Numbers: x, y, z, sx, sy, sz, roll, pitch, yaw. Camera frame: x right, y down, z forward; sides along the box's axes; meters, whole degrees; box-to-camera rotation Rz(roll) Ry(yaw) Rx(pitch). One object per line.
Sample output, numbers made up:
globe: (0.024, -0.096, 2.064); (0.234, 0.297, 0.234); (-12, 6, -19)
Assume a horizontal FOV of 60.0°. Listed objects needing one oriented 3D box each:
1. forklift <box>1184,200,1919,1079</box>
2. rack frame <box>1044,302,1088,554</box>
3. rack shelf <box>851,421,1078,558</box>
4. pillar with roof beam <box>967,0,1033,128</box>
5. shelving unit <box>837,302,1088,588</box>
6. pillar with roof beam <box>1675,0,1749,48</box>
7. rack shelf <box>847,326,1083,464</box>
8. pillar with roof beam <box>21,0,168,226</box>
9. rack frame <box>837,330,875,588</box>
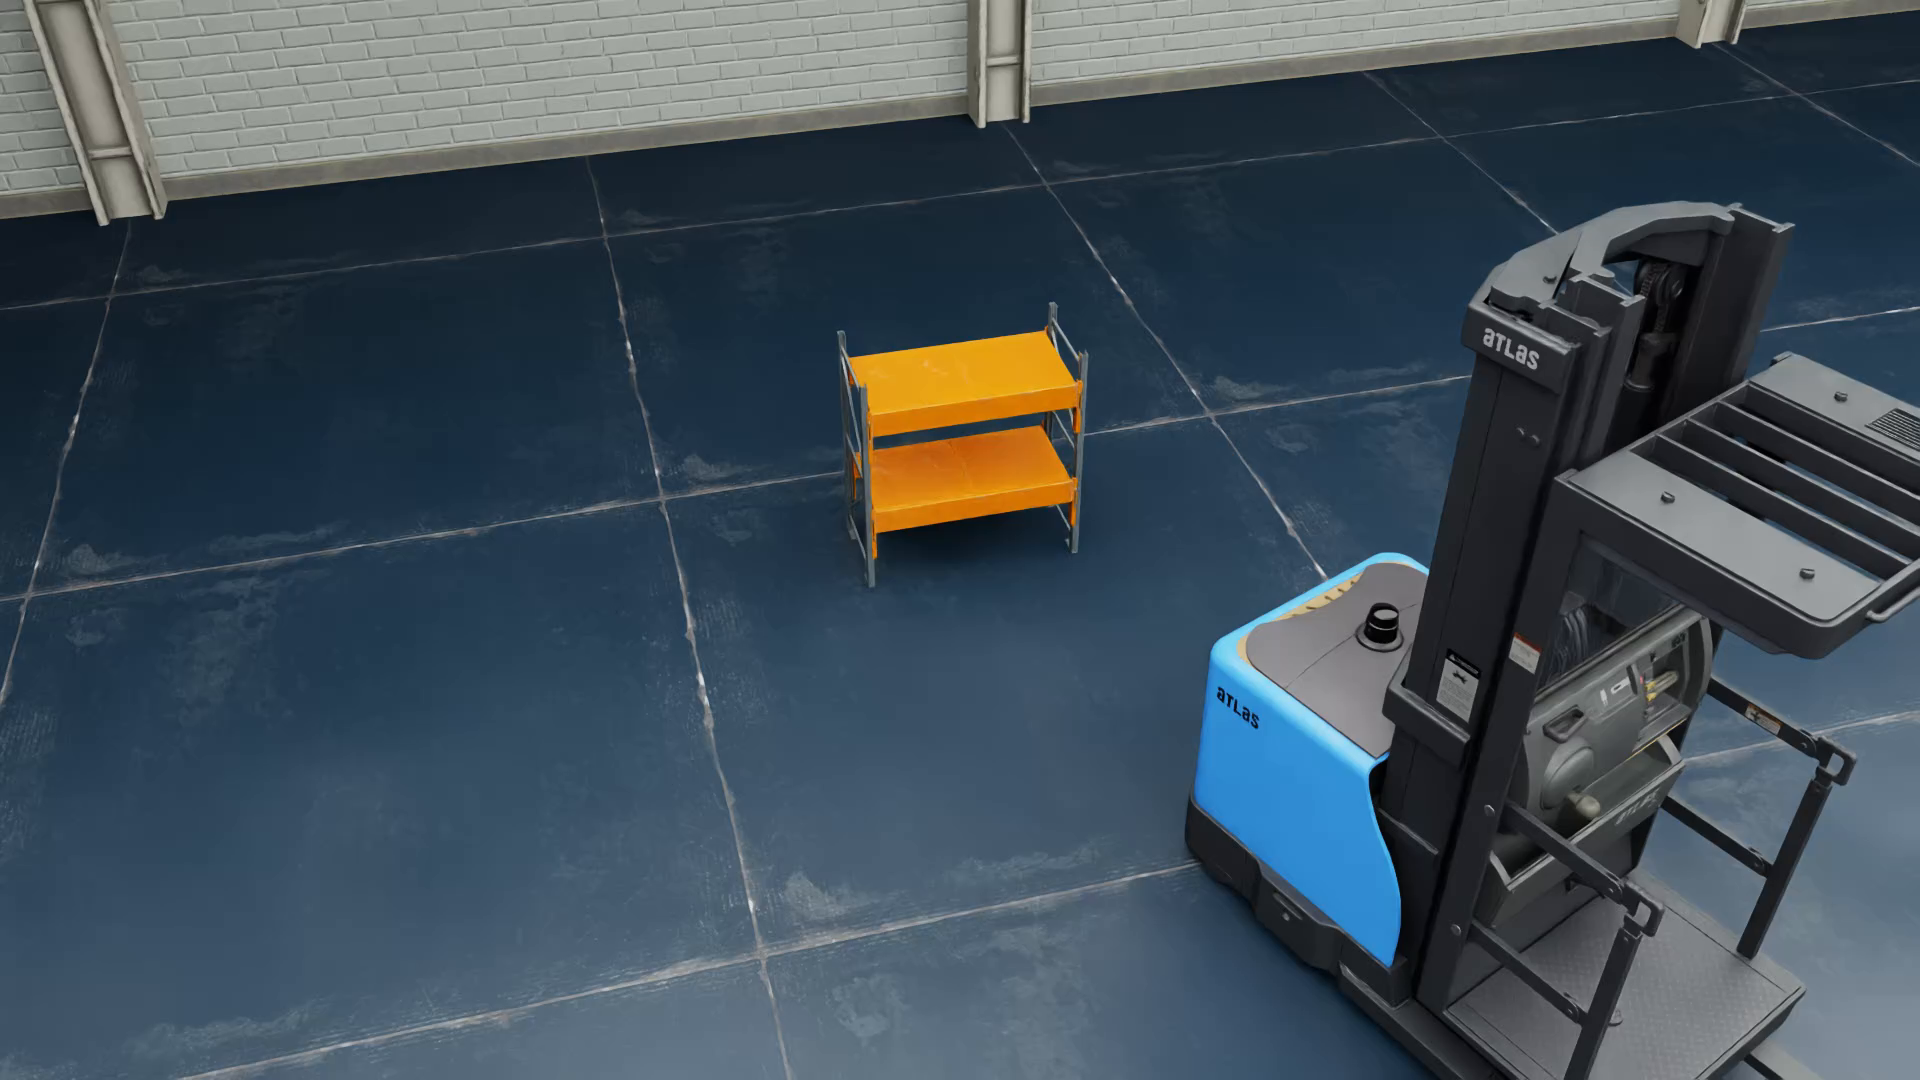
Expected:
forklift: (2.170, 0.604, 5.027); (1.130, 2.935, 3.031); (-24, 44, -28)
rack frame: (0.497, -0.528, 7.994); (0.032, 1.125, 0.500); (-9, 38, -12)
rack shelf: (0.007, -0.254, 8.038); (1.000, 0.278, 0.538); (-9, 38, -12)
pillar with roof beam: (1.408, -4.186, 6.295); (0.400, 9.000, 9.100); (-9, 38, -12)
shelving unit: (0.007, -0.448, 7.889); (1.048, 1.125, 0.538); (-9, 38, -12)
pillar with roof beam: (7.200, -5.136, 7.538); (0.400, 9.000, 9.100); (-9, 38, -12)
rack shelf: (0.007, -0.680, 7.711); (1.000, 0.278, 0.538); (-9, 38, -12)
pillar with roof beam: (-4.385, -3.236, 5.053); (0.400, 9.000, 9.100); (-9, 38, -12)
rack frame: (-0.484, -0.367, 7.784); (0.032, 1.125, 0.500); (-9, 38, -12)
